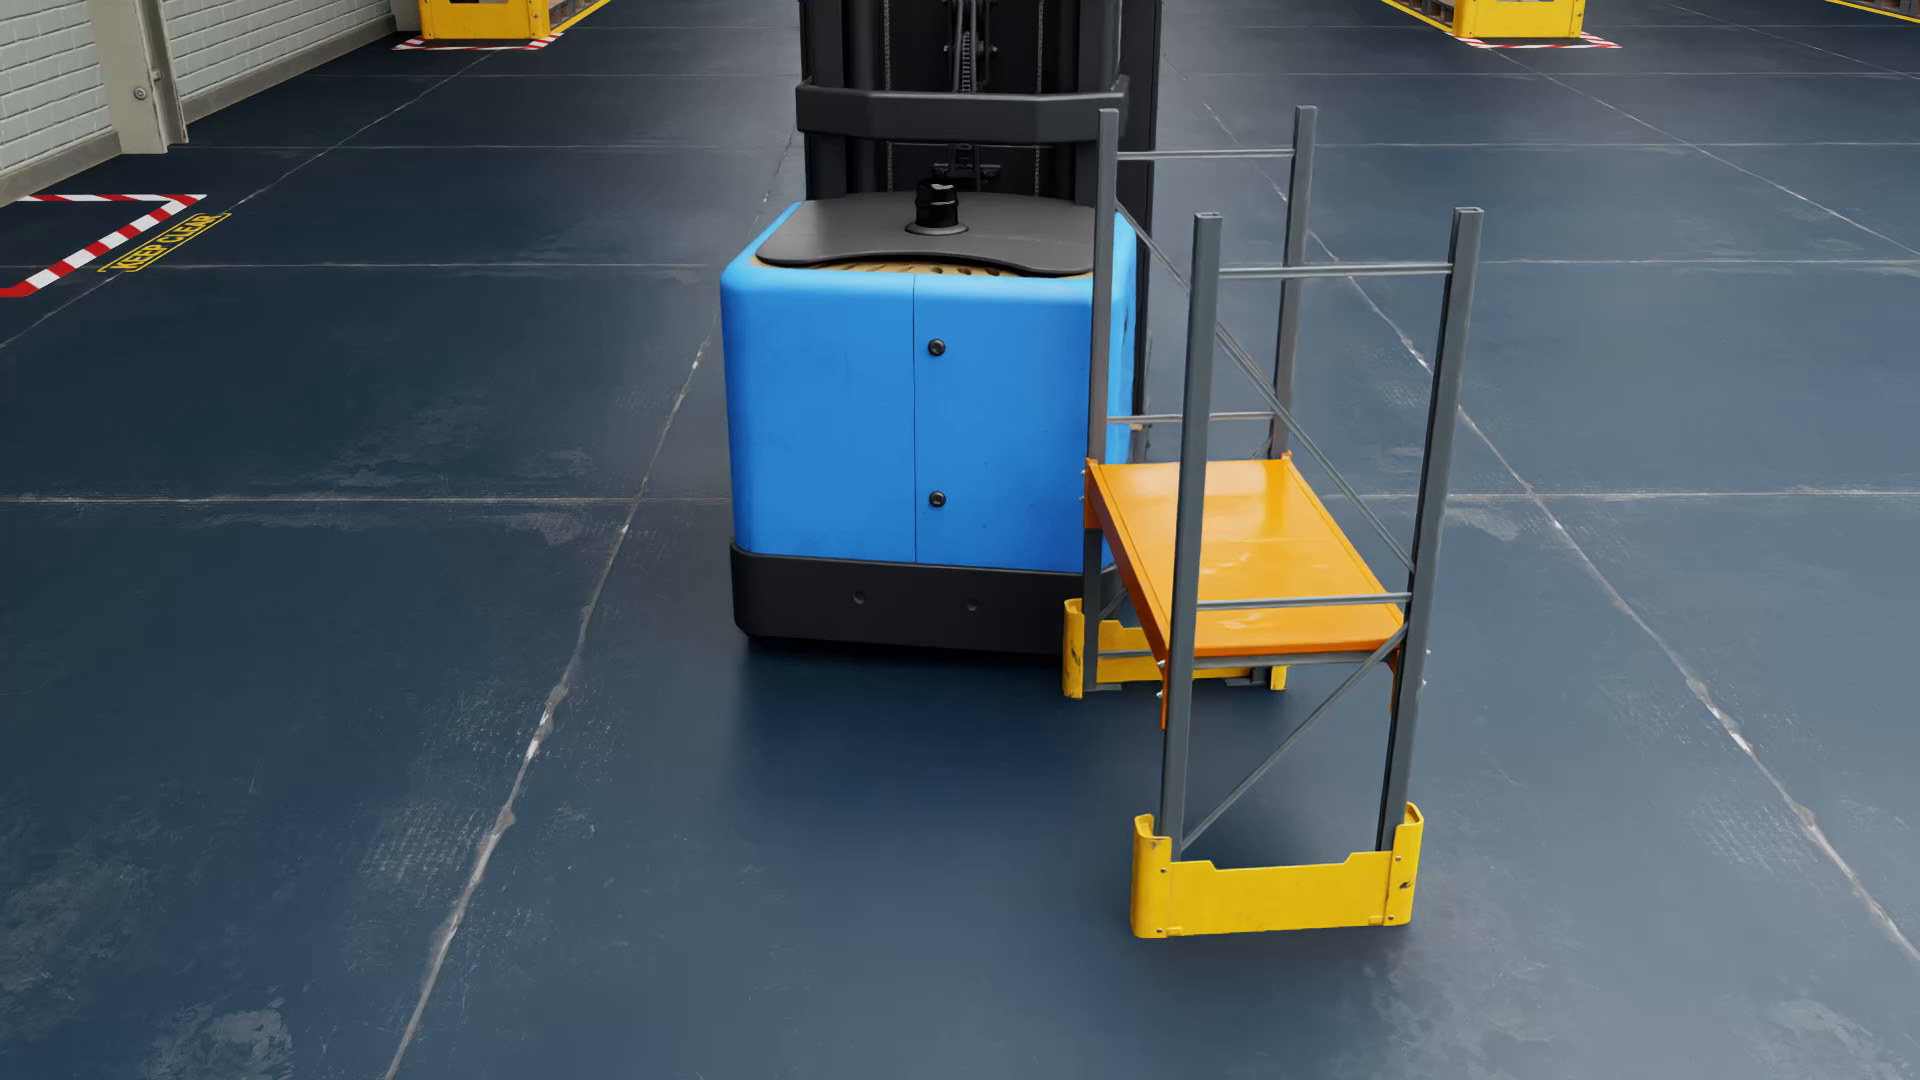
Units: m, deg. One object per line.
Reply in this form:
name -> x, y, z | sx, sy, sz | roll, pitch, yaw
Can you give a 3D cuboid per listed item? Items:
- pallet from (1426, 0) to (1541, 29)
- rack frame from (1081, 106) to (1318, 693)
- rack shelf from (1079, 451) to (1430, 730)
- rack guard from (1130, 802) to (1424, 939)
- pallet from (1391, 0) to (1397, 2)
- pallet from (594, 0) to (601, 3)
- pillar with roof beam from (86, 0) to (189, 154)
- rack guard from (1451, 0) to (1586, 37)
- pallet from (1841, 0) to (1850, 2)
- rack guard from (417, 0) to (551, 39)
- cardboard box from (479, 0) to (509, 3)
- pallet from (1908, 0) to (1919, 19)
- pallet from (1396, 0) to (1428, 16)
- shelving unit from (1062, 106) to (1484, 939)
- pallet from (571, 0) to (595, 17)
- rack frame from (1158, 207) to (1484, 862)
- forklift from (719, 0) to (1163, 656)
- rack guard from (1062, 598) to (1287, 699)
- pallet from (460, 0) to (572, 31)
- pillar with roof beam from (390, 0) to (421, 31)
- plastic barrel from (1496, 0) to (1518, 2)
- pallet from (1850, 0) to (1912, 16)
pallet -> 5.336, -5.287, 16.683 | 1.003, 0.211, 1.213 | 0, 24, -1
rack frame -> 0.563, -0.296, 4.085 | 0.500, 1.500, 0.032 | -2, 24, -5
rack shelf -> 0.607, 0.076, 3.698 | 0.538, 0.185, 1.000 | -2, 24, -5
rack guard -> 0.650, 0.682, 3.438 | 0.587, 0.250, 0.087 | -2, 24, -5
pallet -> 5.309, -6.292, 18.906 | 1.003, 0.211, 1.213 | 0, 24, -1
pallet -> -4.520, -6.248, 18.808 | 1.003, 0.211, 1.213 | 0, 24, -1
pillar with roof beam -> -1.022, -6.712, 9.170 | 9.100, 9.000, 0.400 | 0, 24, -1
rack guard -> 5.339, -5.083, 15.883 | 1.175, 0.500, 0.348 | 0, 24, -1
pallet -> 10.339, -6.315, 18.956 | 1.003, 0.211, 1.213 | 0, 24, -1
rack guard -> -4.520, -5.039, 15.785 | 1.175, 0.500, 0.348 | 0, 24, -1
cardboard box -> -4.437, -5.408, 16.295 | 0.500, 0.311, 0.500 | -3, 25, -7
pallet -> 10.366, -5.309, 16.733 | 1.003, 0.211, 1.213 | 0, 24, -1
pallet -> 5.326, -5.788, 17.791 | 1.003, 0.211, 1.213 | 0, 24, -1
shelving unit -> 0.607, -0.091, 3.632 | 0.587, 1.500, 1.083 | -2, 24, -5
pallet -> -4.504, -5.744, 17.694 | 1.003, 0.211, 1.213 | 0, 24, -1
rack frame -> 0.652, 0.121, 3.162 | 0.500, 1.500, 0.032 | -2, 24, -5
forklift -> 0.096, -1.603, 5.237 | 1.130, 2.935, 3.031 | 3, 25, 7
rack guard -> 0.564, 0.274, 4.342 | 0.587, 0.250, 0.087 | -2, 24, -5
pallet -> -4.493, -5.242, 16.585 | 1.003, 0.211, 1.213 | 0, 24, -1
pillar with roof beam -> -1.087, -9.184, 14.636 | 9.100, 9.000, 0.400 | 0, 24, -1
plastic barrel -> 5.304, -5.520, 16.324 | 0.421, 0.512, 0.421 | 0, 24, 0
pallet -> 10.355, -5.811, 17.841 | 1.003, 0.211, 1.213 | 0, 24, -1
